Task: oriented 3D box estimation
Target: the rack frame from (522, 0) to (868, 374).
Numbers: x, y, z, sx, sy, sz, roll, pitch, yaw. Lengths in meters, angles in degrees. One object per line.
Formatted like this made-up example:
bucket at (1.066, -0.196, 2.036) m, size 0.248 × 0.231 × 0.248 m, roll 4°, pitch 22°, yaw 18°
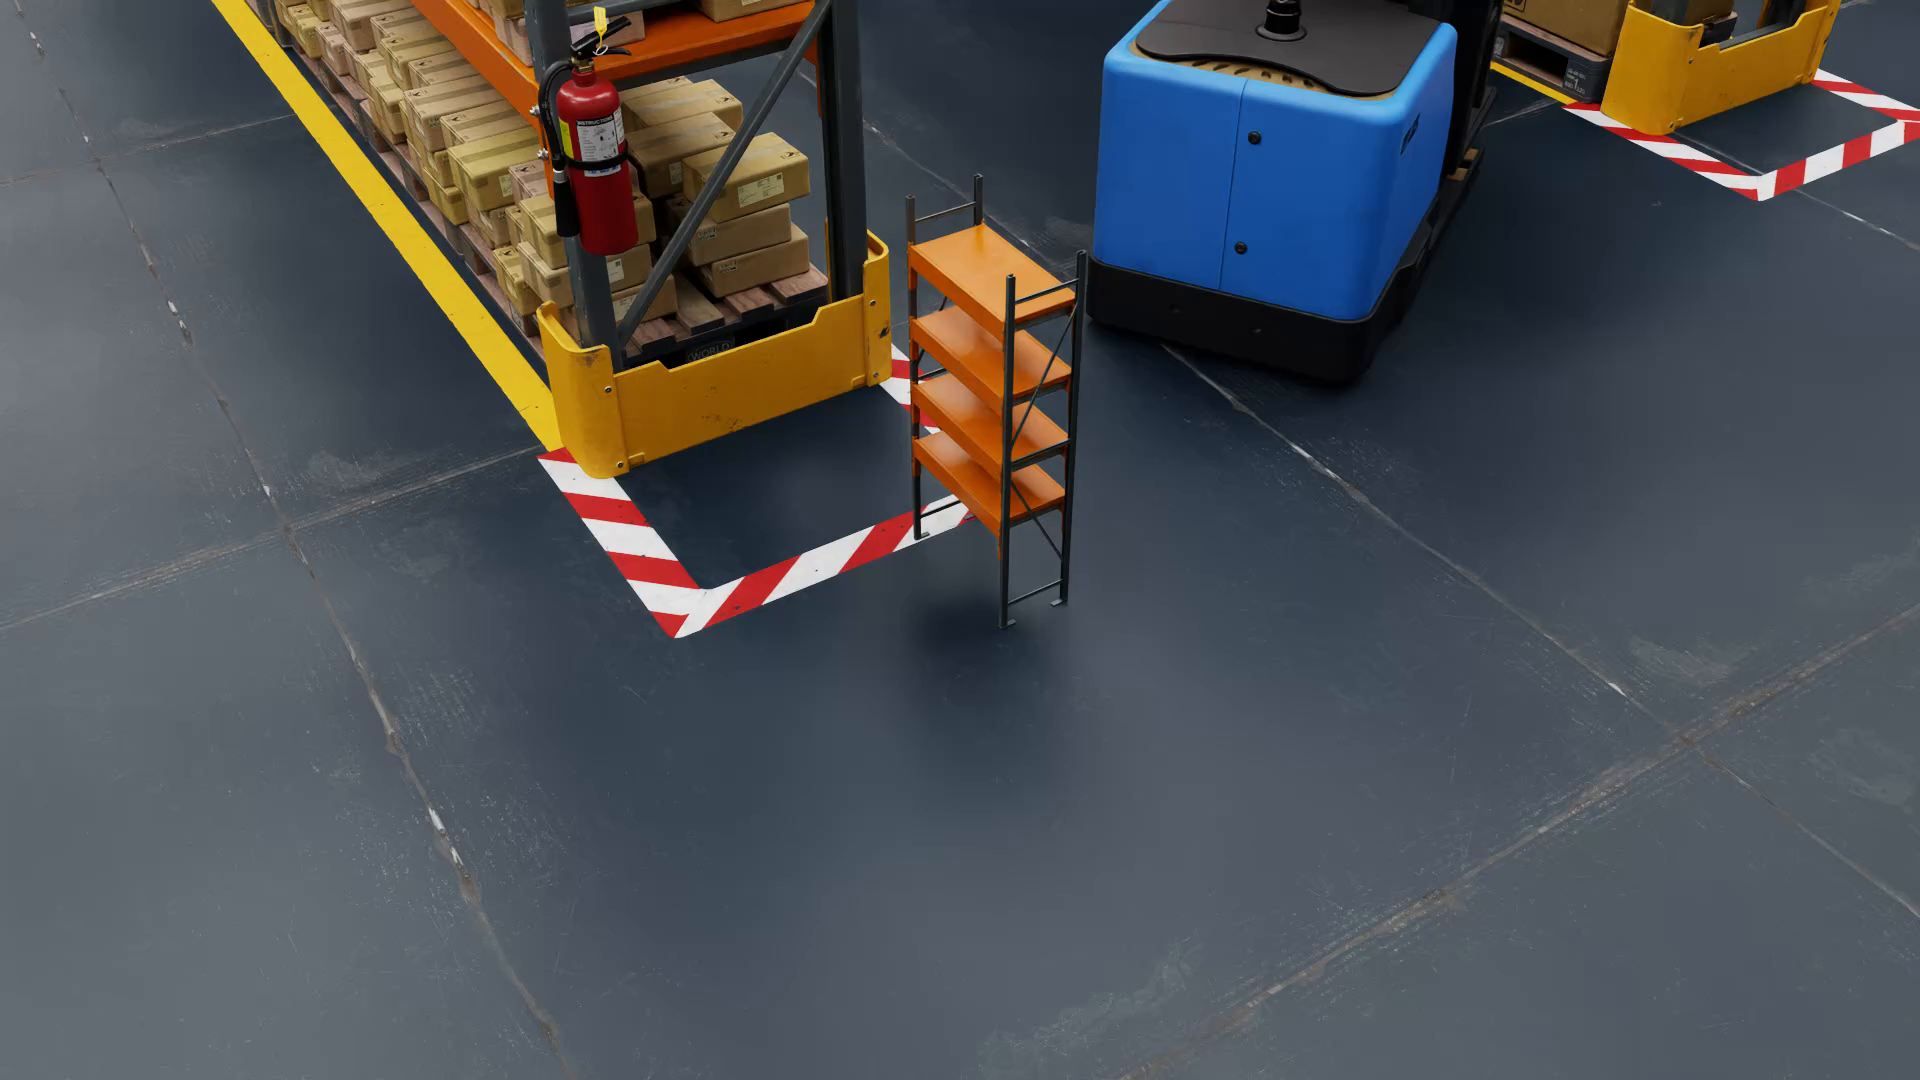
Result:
rack frame at (-0.762, -1.589, 4.814) m, size 1.000 × 3.000 × 0.127 m, roll -22°, pitch 45°, yaw -24°

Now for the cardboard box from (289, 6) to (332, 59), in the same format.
cardboard box at (-2.845, -2.364, 7.643) m, size 0.380 × 0.149 × 0.250 m, roll -21°, pitch 44°, yaw -23°

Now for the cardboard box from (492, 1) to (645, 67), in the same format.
cardboard box at (-1.176, -1.572, 4.989) m, size 0.380 × 0.149 × 0.250 m, roll -22°, pitch 45°, yaw -24°

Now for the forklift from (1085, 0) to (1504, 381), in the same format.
forklift at (1.562, -2.620, 6.104) m, size 1.130 × 2.935 × 3.031 m, roll 17°, pitch 43°, yaw 20°

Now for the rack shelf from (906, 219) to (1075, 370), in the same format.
rack shelf at (0.089, -0.673, 4.507) m, size 0.258 × 0.148 × 0.480 m, roll -22°, pitch 45°, yaw -24°

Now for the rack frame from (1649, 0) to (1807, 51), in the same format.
rack frame at (3.474, -3.242, 6.798) m, size 1.000 × 3.000 × 0.127 m, roll -22°, pitch 45°, yaw -24°

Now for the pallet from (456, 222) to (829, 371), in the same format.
pallet at (-1.210, -1.010, 6.297) m, size 1.003 × 0.211 × 1.213 m, roll -22°, pitch 45°, yaw -24°

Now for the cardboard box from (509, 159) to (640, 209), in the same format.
cardboard box at (-1.347, -1.238, 5.827) m, size 0.380 × 0.149 × 0.250 m, roll -21°, pitch 44°, yaw -24°

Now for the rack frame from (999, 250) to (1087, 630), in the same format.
rack frame at (0.220, -0.240, 4.601) m, size 0.240 × 1.200 × 0.015 m, roll -22°, pitch 45°, yaw -24°

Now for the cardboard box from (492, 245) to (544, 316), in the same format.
cardboard box at (-1.445, -0.972, 5.972) m, size 0.380 × 0.149 × 0.250 m, roll -21°, pitch 44°, yaw -23°

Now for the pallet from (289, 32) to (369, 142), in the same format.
pallet at (-2.522, -2.327, 7.878) m, size 1.003 × 0.211 × 1.213 m, roll -22°, pitch 45°, yaw -24°

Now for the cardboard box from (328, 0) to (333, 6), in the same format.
cardboard box at (-2.627, -2.497, 7.338) m, size 0.380 × 0.149 × 0.250 m, roll -23°, pitch 45°, yaw -25°

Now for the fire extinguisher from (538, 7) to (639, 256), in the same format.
fire extinguisher at (-1.016, -1.122, 4.605) m, size 0.296 × 0.674 × 0.183 m, roll -22°, pitch 45°, yaw -24°

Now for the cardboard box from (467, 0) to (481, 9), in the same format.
cardboard box at (-1.426, -1.849, 5.322) m, size 0.380 × 0.149 × 0.250 m, roll -23°, pitch 45°, yaw -25°

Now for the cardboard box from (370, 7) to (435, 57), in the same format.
cardboard box at (-2.183, -2.080, 6.837) m, size 0.380 × 0.149 × 0.250 m, roll -24°, pitch 45°, yaw -26°

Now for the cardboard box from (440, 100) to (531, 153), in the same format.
cardboard box at (-1.680, -1.496, 6.136) m, size 0.380 × 0.149 × 0.250 m, roll -24°, pitch 45°, yaw -26°

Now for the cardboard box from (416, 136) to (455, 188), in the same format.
cardboard box at (-1.857, -1.511, 6.387) m, size 0.380 × 0.149 × 0.250 m, roll -22°, pitch 44°, yaw -24°

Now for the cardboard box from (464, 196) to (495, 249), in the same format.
cardboard box at (-1.658, -1.273, 6.333) m, size 0.380 × 0.149 × 0.250 m, roll -22°, pitch 44°, yaw -24°

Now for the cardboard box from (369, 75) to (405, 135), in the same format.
cardboard box at (-2.151, -1.795, 6.728) m, size 0.380 × 0.149 × 0.250 m, roll -22°, pitch 44°, yaw -24°

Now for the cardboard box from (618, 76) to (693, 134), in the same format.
cardboard box at (-1.238, -1.677, 6.353) m, size 0.380 × 0.149 × 0.250 m, roll -24°, pitch 46°, yaw -26°

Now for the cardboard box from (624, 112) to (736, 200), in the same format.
cardboard box at (-1.007, -1.391, 6.011) m, size 0.380 × 0.149 × 0.250 m, roll -21°, pitch 44°, yaw -24°

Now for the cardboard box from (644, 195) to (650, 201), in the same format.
cardboard box at (-1.134, -1.410, 6.265) m, size 0.380 × 0.149 × 0.250 m, roll -22°, pitch 44°, yaw -24°

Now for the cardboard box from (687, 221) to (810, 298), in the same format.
cardboard box at (-0.774, -1.049, 6.064) m, size 0.380 × 0.149 × 0.250 m, roll -21°, pitch 44°, yaw -24°

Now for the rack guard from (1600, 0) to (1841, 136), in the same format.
rack guard at (3.487, -2.269, 7.582) m, size 1.175 × 0.500 × 0.348 m, roll -22°, pitch 45°, yaw -24°

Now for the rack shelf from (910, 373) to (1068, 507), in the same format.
rack shelf at (0.089, -0.320, 4.802) m, size 0.258 × 0.148 × 0.480 m, roll -22°, pitch 45°, yaw -24°

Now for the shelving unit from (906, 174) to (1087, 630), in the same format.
shelving unit at (0.089, -0.372, 4.759) m, size 0.258 × 1.200 × 0.503 m, roll -22°, pitch 45°, yaw -24°

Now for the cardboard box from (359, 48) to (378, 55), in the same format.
cardboard box at (-2.344, -2.095, 7.088) m, size 0.380 × 0.149 × 0.250 m, roll -20°, pitch 44°, yaw -22°

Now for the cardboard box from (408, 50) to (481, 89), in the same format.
cardboard box at (-1.919, -1.802, 6.503) m, size 0.380 × 0.149 × 0.250 m, roll -24°, pitch 45°, yaw -26°

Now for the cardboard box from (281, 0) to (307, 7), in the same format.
cardboard box at (-2.988, -2.623, 7.721) m, size 0.380 × 0.149 × 0.250 m, roll -20°, pitch 44°, yaw -22°

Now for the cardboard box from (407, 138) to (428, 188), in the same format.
cardboard box at (-1.978, -1.543, 6.658) m, size 0.380 × 0.149 × 0.250 m, roll -21°, pitch 44°, yaw -24°

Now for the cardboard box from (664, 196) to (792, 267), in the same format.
cardboard box at (-0.828, -1.141, 5.943) m, size 0.380 × 0.149 × 0.250 m, roll -20°, pitch 44°, yaw -23°

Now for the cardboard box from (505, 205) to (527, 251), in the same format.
cardboard box at (-1.382, -1.116, 5.913) m, size 0.380 × 0.149 × 0.250 m, roll -23°, pitch 45°, yaw -25°

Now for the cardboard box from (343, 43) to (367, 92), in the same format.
cardboard box at (-2.489, -2.128, 7.359) m, size 0.380 × 0.149 × 0.250 m, roll -23°, pitch 45°, yaw -25°

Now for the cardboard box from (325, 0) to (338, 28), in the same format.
cardboard box at (-2.615, -2.398, 7.451) m, size 0.380 × 0.149 × 0.250 m, roll -22°, pitch 45°, yaw -25°
